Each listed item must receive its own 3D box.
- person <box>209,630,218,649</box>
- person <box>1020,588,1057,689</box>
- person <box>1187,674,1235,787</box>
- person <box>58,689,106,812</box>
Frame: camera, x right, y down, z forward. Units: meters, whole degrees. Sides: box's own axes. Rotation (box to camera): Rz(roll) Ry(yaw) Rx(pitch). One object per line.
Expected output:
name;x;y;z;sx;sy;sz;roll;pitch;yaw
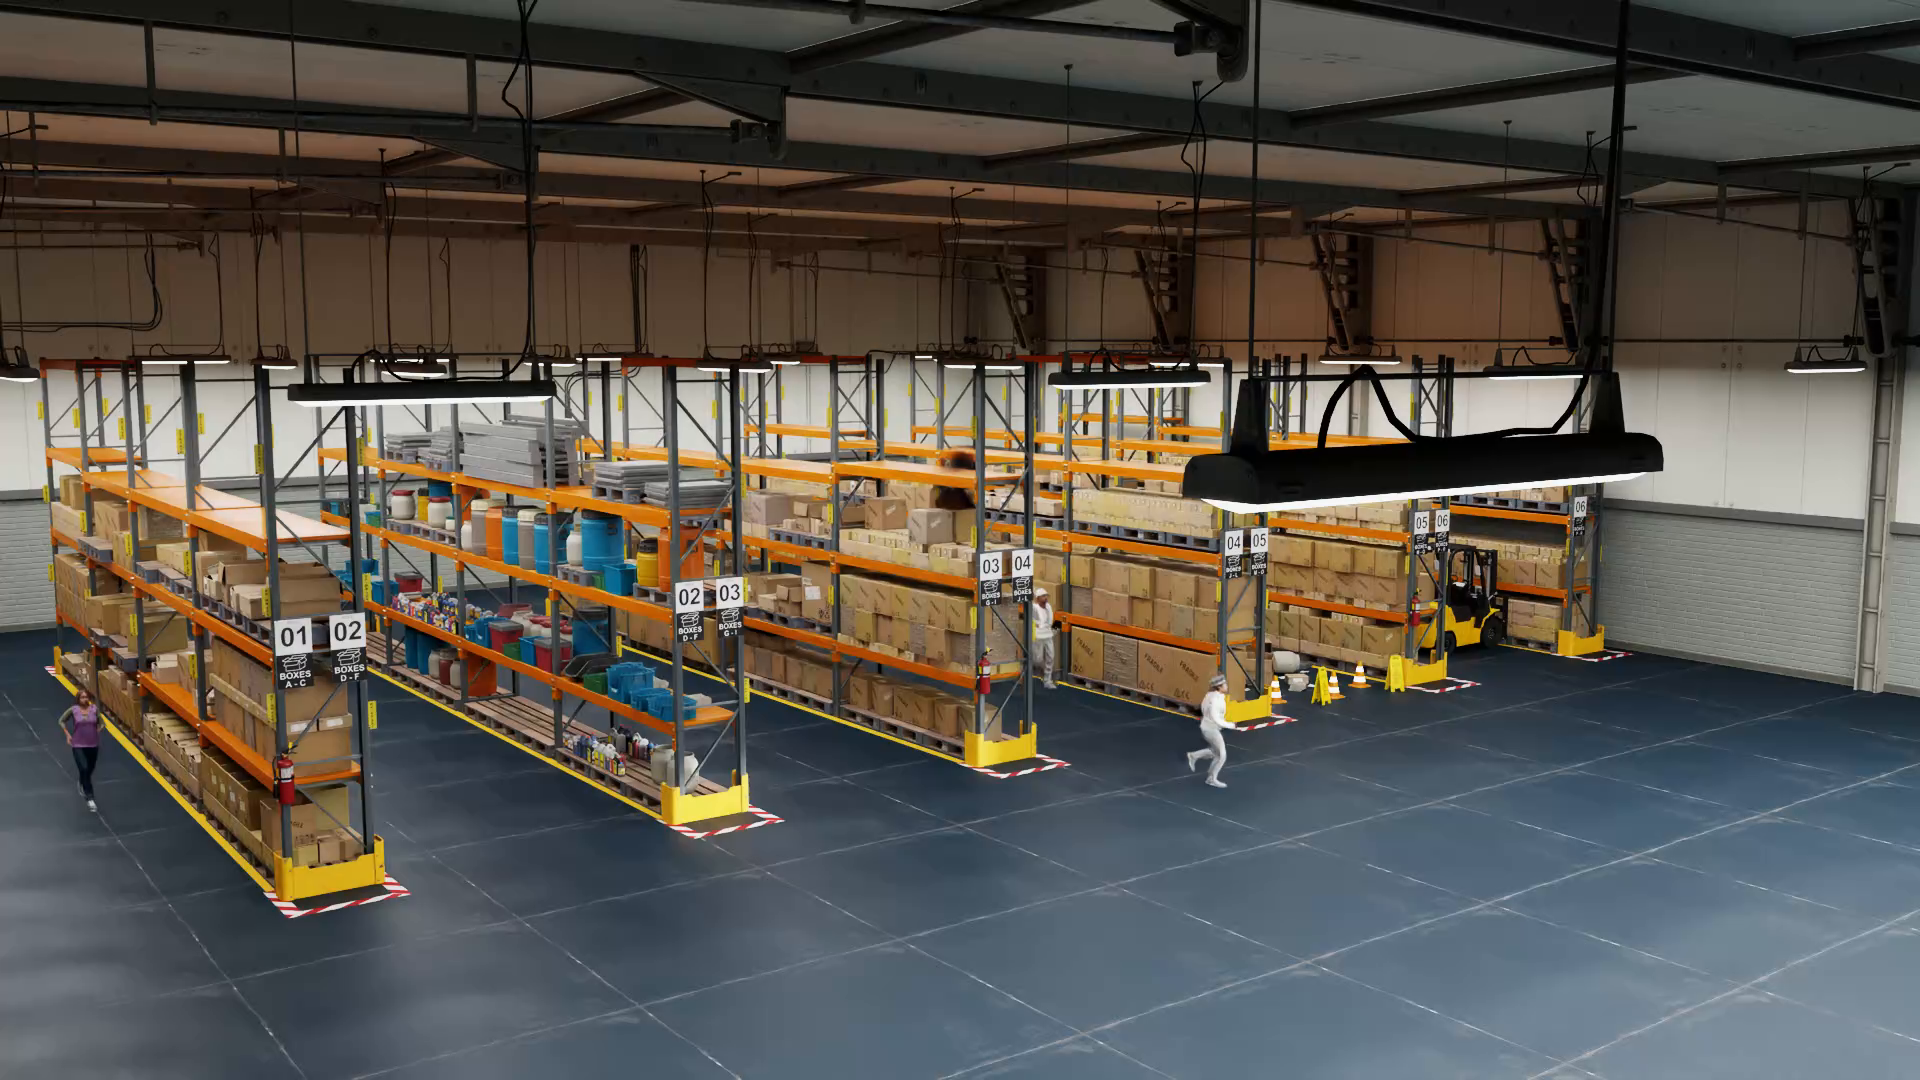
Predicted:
person;-14.300;1.698;31.781;0.921;1.687;0.523;6;9;39
person;1.400;1.717;29.282;0.699;1.759;0.847;-6;9;-43
person;3.571;2.709;23.631;0.654;1.648;0.650;0;7;3
person;-11.907;2.815;22.633;0.539;1.613;0.871;-6;9;-43
